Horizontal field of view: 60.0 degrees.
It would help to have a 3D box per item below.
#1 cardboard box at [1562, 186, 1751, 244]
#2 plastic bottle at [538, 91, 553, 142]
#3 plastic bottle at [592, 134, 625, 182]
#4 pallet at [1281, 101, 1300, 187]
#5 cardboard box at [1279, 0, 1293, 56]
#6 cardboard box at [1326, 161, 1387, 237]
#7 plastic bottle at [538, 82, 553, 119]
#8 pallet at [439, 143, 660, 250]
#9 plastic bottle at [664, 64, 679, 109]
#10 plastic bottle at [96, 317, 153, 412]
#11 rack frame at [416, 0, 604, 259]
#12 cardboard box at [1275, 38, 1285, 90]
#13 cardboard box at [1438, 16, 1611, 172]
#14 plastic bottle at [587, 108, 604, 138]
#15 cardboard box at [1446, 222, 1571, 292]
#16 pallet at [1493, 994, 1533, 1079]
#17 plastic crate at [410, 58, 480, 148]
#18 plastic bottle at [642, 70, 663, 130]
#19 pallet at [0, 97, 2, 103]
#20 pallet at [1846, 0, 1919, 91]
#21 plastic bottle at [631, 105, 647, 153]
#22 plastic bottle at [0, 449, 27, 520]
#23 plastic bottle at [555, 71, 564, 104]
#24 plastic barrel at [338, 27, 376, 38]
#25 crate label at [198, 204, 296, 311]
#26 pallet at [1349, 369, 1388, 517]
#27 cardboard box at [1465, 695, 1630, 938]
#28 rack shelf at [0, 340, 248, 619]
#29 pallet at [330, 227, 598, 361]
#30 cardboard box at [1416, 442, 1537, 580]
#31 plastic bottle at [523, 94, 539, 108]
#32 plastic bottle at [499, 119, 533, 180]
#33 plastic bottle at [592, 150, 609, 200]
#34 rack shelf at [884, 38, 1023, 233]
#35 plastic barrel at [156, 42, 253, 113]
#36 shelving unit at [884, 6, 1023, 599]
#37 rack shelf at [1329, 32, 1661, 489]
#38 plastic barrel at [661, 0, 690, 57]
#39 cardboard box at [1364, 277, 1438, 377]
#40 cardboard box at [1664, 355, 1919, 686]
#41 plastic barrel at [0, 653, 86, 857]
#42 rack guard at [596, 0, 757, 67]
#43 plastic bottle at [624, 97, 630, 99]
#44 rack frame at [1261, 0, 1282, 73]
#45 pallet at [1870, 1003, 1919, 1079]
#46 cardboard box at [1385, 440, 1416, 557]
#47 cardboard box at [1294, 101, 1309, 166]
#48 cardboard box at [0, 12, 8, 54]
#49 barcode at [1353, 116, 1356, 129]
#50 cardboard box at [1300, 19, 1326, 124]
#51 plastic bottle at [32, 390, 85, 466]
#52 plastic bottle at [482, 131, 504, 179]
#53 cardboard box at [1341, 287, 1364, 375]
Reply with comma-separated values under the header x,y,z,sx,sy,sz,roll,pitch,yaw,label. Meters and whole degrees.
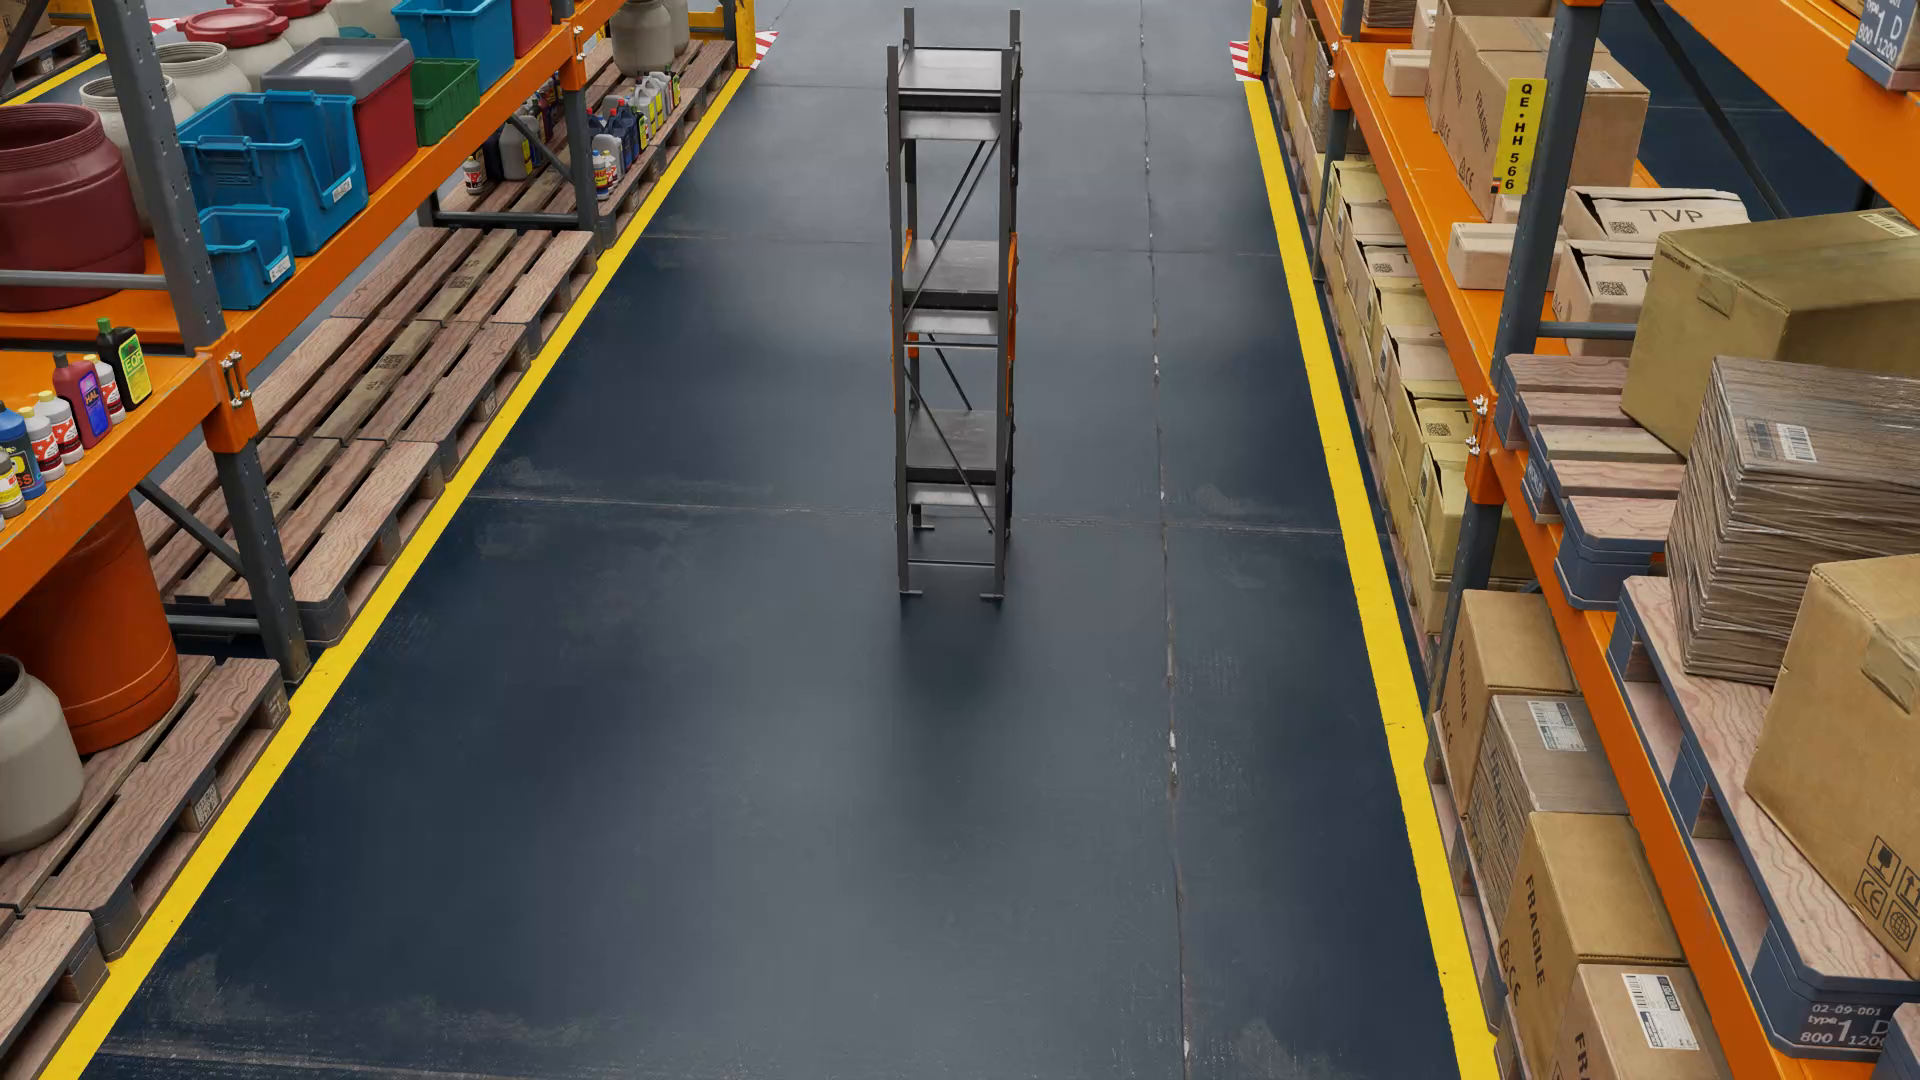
x,y,z,sx,sy,sz,roll,pitch,yaw,label
2.360,-1.017,5.627,0.500,0.311,0.500,2,32,3,cardboard box
-2.586,-2.631,10.330,0.061,0.283,0.133,2,32,4,plastic bottle
-2.055,-2.247,9.714,0.152,0.276,0.135,4,32,6,plastic bottle
2.623,-2.554,10.693,1.003,0.211,1.213,2,32,4,pallet
2.441,-3.574,11.196,0.500,0.500,0.500,2,32,4,cardboard box
2.138,-1.729,8.383,0.500,0.311,0.500,3,32,4,cardboard box
-2.685,-2.852,10.700,0.097,0.271,0.097,0,32,0,plastic bottle
-2.421,-2.063,9.897,1.003,0.211,1.213,2,32,4,pallet
-1.895,-2.983,10.900,0.061,0.283,0.133,3,32,5,plastic bottle
-2.450,-0.530,4.862,0.061,0.283,0.133,2,32,4,plastic bottle
-2.517,-2.901,8.598,1.000,3.000,0.127,2,32,4,rack frame
2.443,-3.255,11.393,0.500,0.250,0.500,2,32,4,cardboard box
2.257,-1.792,6.703,0.500,0.500,0.500,3,32,4,cardboard box
-2.181,-2.371,9.844,0.144,0.351,0.185,2,32,4,plastic bottle
1.892,-0.971,5.706,0.380,0.149,0.250,2,32,4,cardboard box
1.894,1.616,3.926,1.003,0.211,1.213,2,32,4,pallet
-2.377,-1.888,7.157,0.450,0.188,0.662,2,32,4,plastic crate
-1.972,-2.783,10.513,0.144,0.351,0.185,4,32,6,plastic bottle
-7.337,-2.918,11.283,1.003,0.211,1.213,2,32,4,pallet
1.973,-0.582,2.155,1.213,0.211,1.003,2,32,4,pallet
-1.967,-2.520,10.149,0.061,0.283,0.133,4,32,6,plastic bottle
-2.520,-0.162,4.343,0.097,0.201,0.097,0,32,0,plastic bottle
-2.658,-3.000,11.006,0.097,0.201,0.097,0,32,0,plastic bottle
-2.778,-2.157,7.522,0.301,0.262,0.301,0,32,0,plastic barrel
-2.435,-0.942,5.580,0.303,0.233,0.416,2,32,4,crate label
2.302,-0.474,7.318,1.003,0.211,1.213,2,32,4,pallet
1.735,0.781,4.587,0.500,0.500,0.500,1,32,2,cardboard box
-3.005,0.543,3.696,1.077,0.370,4.000,2,32,4,rack shelf
-2.542,-1.302,8.661,1.003,0.211,1.213,2,32,4,pallet
1.891,-0.127,5.783,0.500,0.311,0.500,3,32,5,cardboard box
-2.693,-2.632,10.338,0.152,0.276,0.135,3,32,5,plastic bottle
-2.608,-2.304,9.734,0.144,0.351,0.185,2,32,4,plastic bottle
-2.054,-2.075,9.439,0.097,0.271,0.097,0,32,0,plastic bottle
-0.014,-1.392,5.699,0.431,0.518,0.480,2,32,4,rack shelf
-2.937,-1.624,6.420,0.421,0.512,0.421,0,32,0,plastic barrel
-0.013,-0.807,6.059,0.431,2.100,0.503,2,32,4,shelving unit
2.257,-1.335,6.744,1.077,0.370,4.000,2,32,4,rack shelf
-2.169,-3.765,11.971,0.421,0.512,0.421,0,32,0,plastic barrel
2.014,-0.925,7.078,0.500,0.311,0.500,3,32,5,cardboard box
1.890,-0.013,3.416,0.700,0.500,0.500,8,33,13,cardboard box
-2.822,0.627,4.845,0.421,0.512,0.421,0,32,0,plastic barrel
-2.150,-3.887,12.580,1.175,0.500,0.348,2,32,4,rack guard
-2.096,-2.702,10.523,0.097,0.201,0.097,0,32,0,plastic bottle
2.745,-4.779,11.646,1.000,3.000,0.127,2,32,4,rack frame
1.942,1.164,2.185,1.003,0.211,1.213,2,32,4,pallet
1.932,-0.159,6.370,0.500,0.250,0.500,2,32,3,cardboard box
2.316,-2.471,10.120,0.500,0.250,0.500,2,32,4,cardboard box
-7.210,-3.679,11.843,0.500,0.500,0.500,11,33,17,cardboard box
1.984,-2.104,8.353,0.001,0.075,0.075,2,32,4,barcode
2.329,-2.789,9.923,0.500,0.500,0.500,2,32,4,cardboard box
-2.497,-0.315,4.591,0.097,0.201,0.097,0,32,0,plastic bottle
-2.752,-2.310,9.744,0.144,0.351,0.185,2,32,3,plastic bottle
2.058,-0.957,7.665,0.500,0.250,0.500,2,32,2,cardboard box
